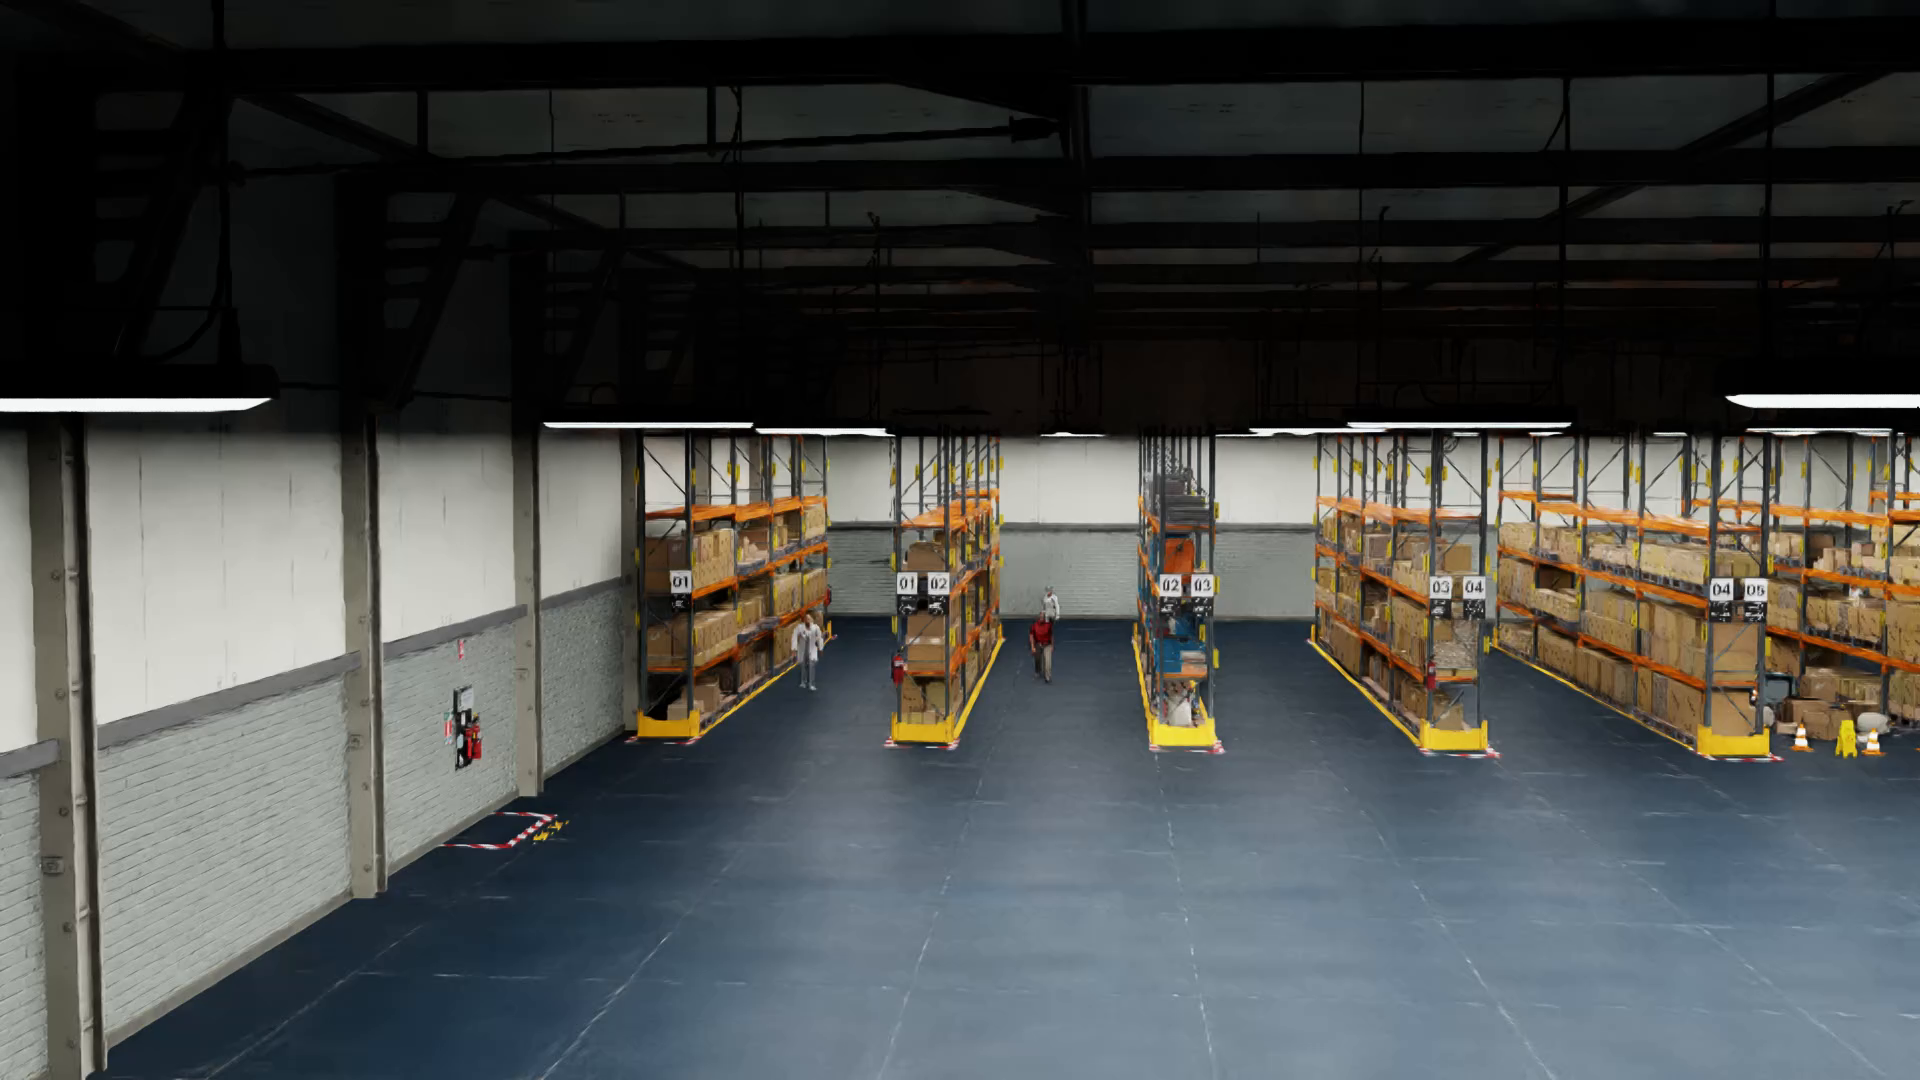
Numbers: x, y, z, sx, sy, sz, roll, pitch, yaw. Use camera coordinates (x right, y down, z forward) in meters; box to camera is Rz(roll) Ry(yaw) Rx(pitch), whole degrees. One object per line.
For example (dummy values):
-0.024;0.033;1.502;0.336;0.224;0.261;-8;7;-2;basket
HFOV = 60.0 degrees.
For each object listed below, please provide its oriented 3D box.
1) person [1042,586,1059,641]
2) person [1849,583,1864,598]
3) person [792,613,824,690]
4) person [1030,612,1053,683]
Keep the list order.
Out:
2.529;2.074;46.503;0.502;1.625;0.997;0;3;4;person
25.286;1.968;46.924;0.383;1.783;0.632;-2;4;-29;person
-3.488;2.531;38.166;0.729;1.753;0.765;0;3;-3;person
1.911;2.499;39.073;0.542;1.640;1.116;0;3;2;person
